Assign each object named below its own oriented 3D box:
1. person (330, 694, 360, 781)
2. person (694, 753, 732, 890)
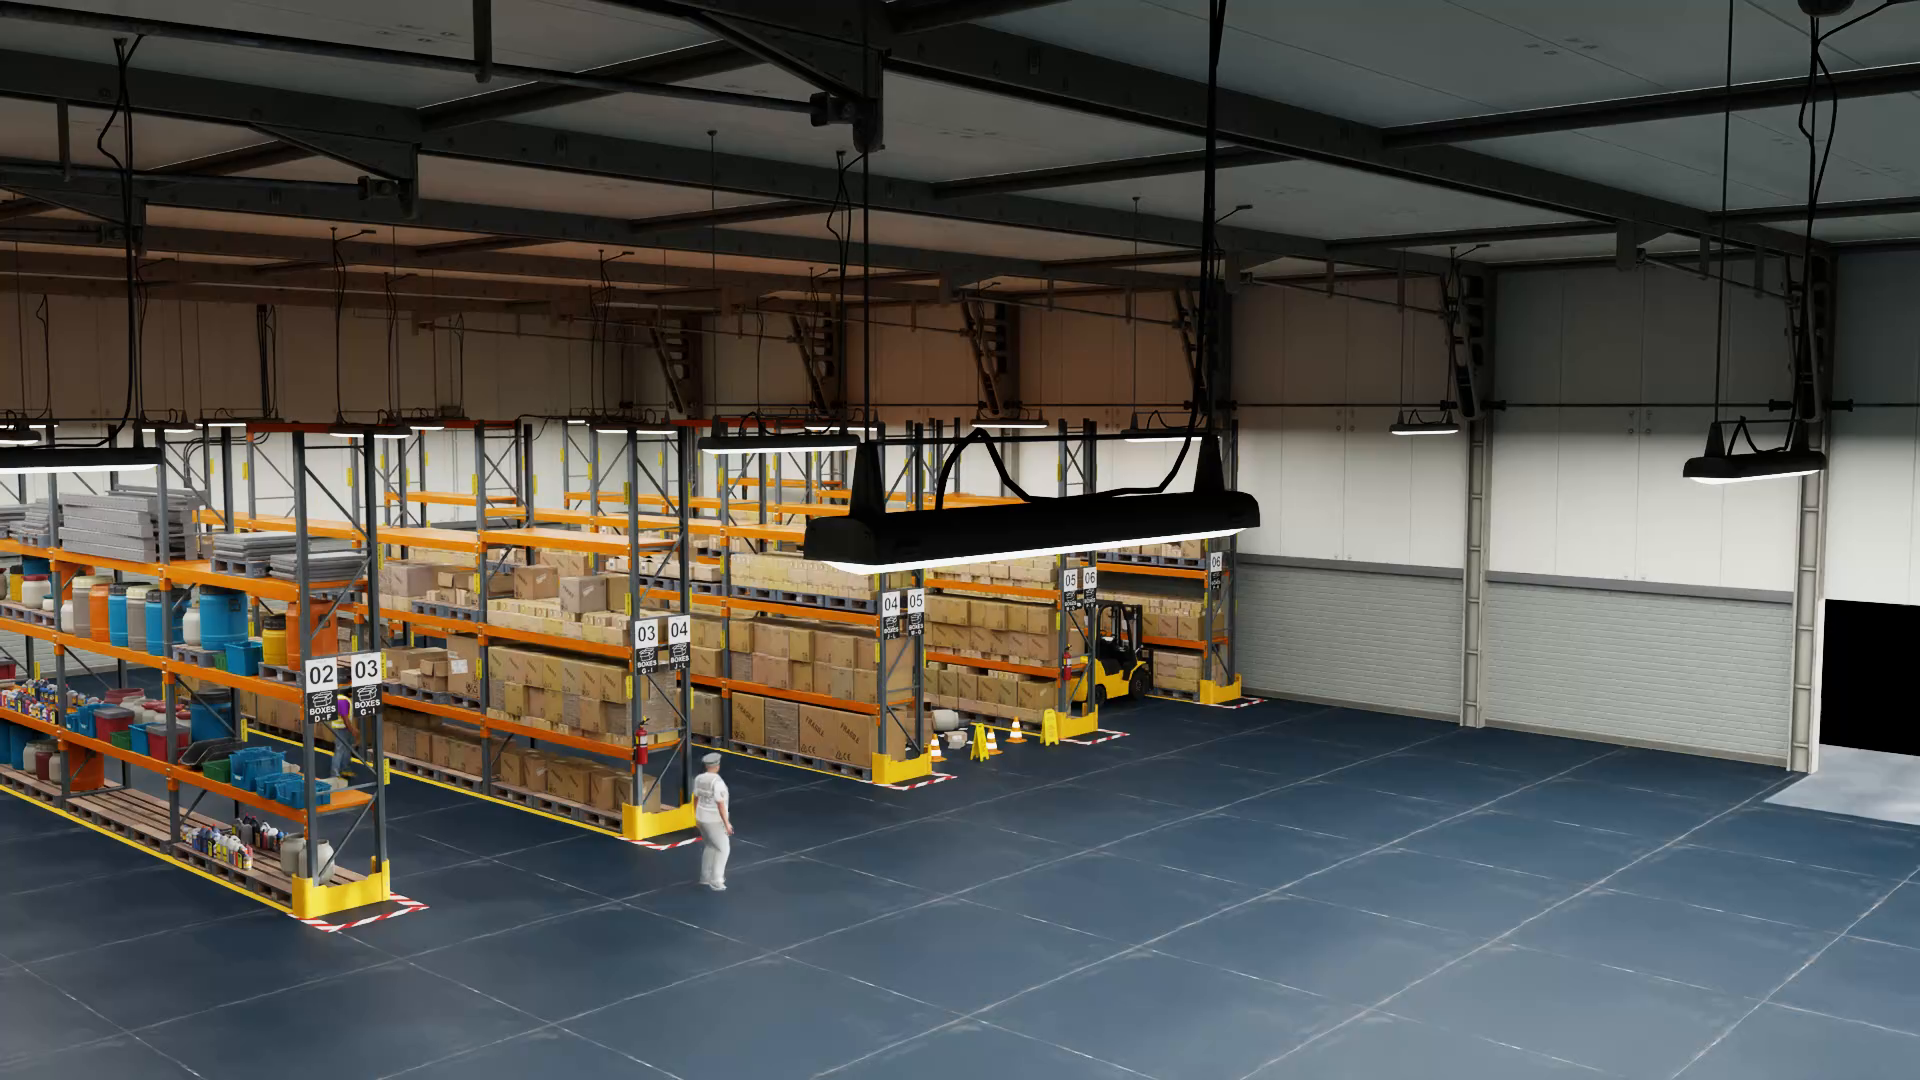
[{"bbox_3d":[-10.356,3.188,27.991,0.506,1.798,0.700,-2,5,-18],"label":"person"},{"bbox_3d":[-3.258,3.711,21.871,0.410,1.831,0.585,-3,5,-30],"label":"person"}]
